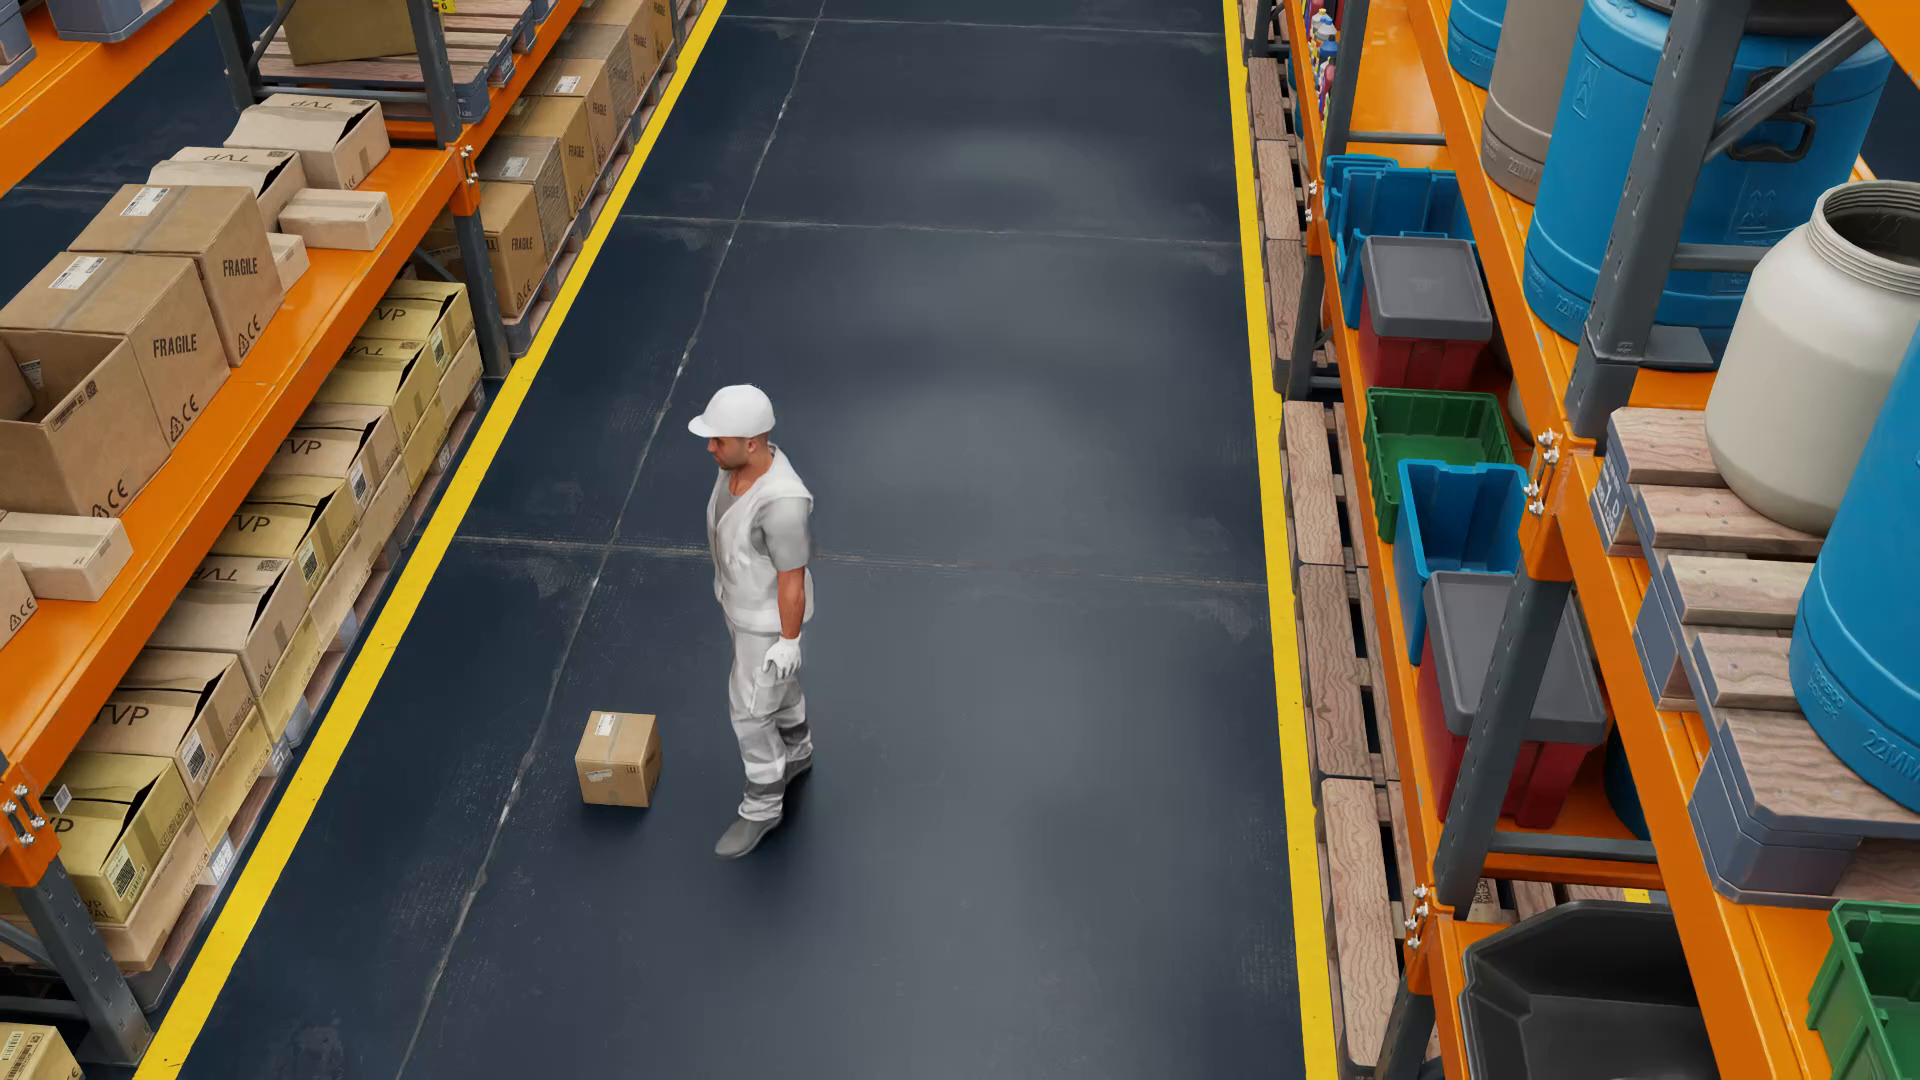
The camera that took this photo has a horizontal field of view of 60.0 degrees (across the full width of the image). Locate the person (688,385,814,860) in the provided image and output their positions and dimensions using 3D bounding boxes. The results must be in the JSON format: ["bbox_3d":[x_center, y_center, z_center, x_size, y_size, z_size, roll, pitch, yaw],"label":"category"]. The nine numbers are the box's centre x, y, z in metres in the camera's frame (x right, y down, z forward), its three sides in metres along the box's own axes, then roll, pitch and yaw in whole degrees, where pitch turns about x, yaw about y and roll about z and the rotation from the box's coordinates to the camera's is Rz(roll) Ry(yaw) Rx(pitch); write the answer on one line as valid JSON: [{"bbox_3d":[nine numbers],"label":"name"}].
[{"bbox_3d":[-0.776,0.270,5.811,0.528,1.797,0.565,-18,43,-20],"label":"person"}]
